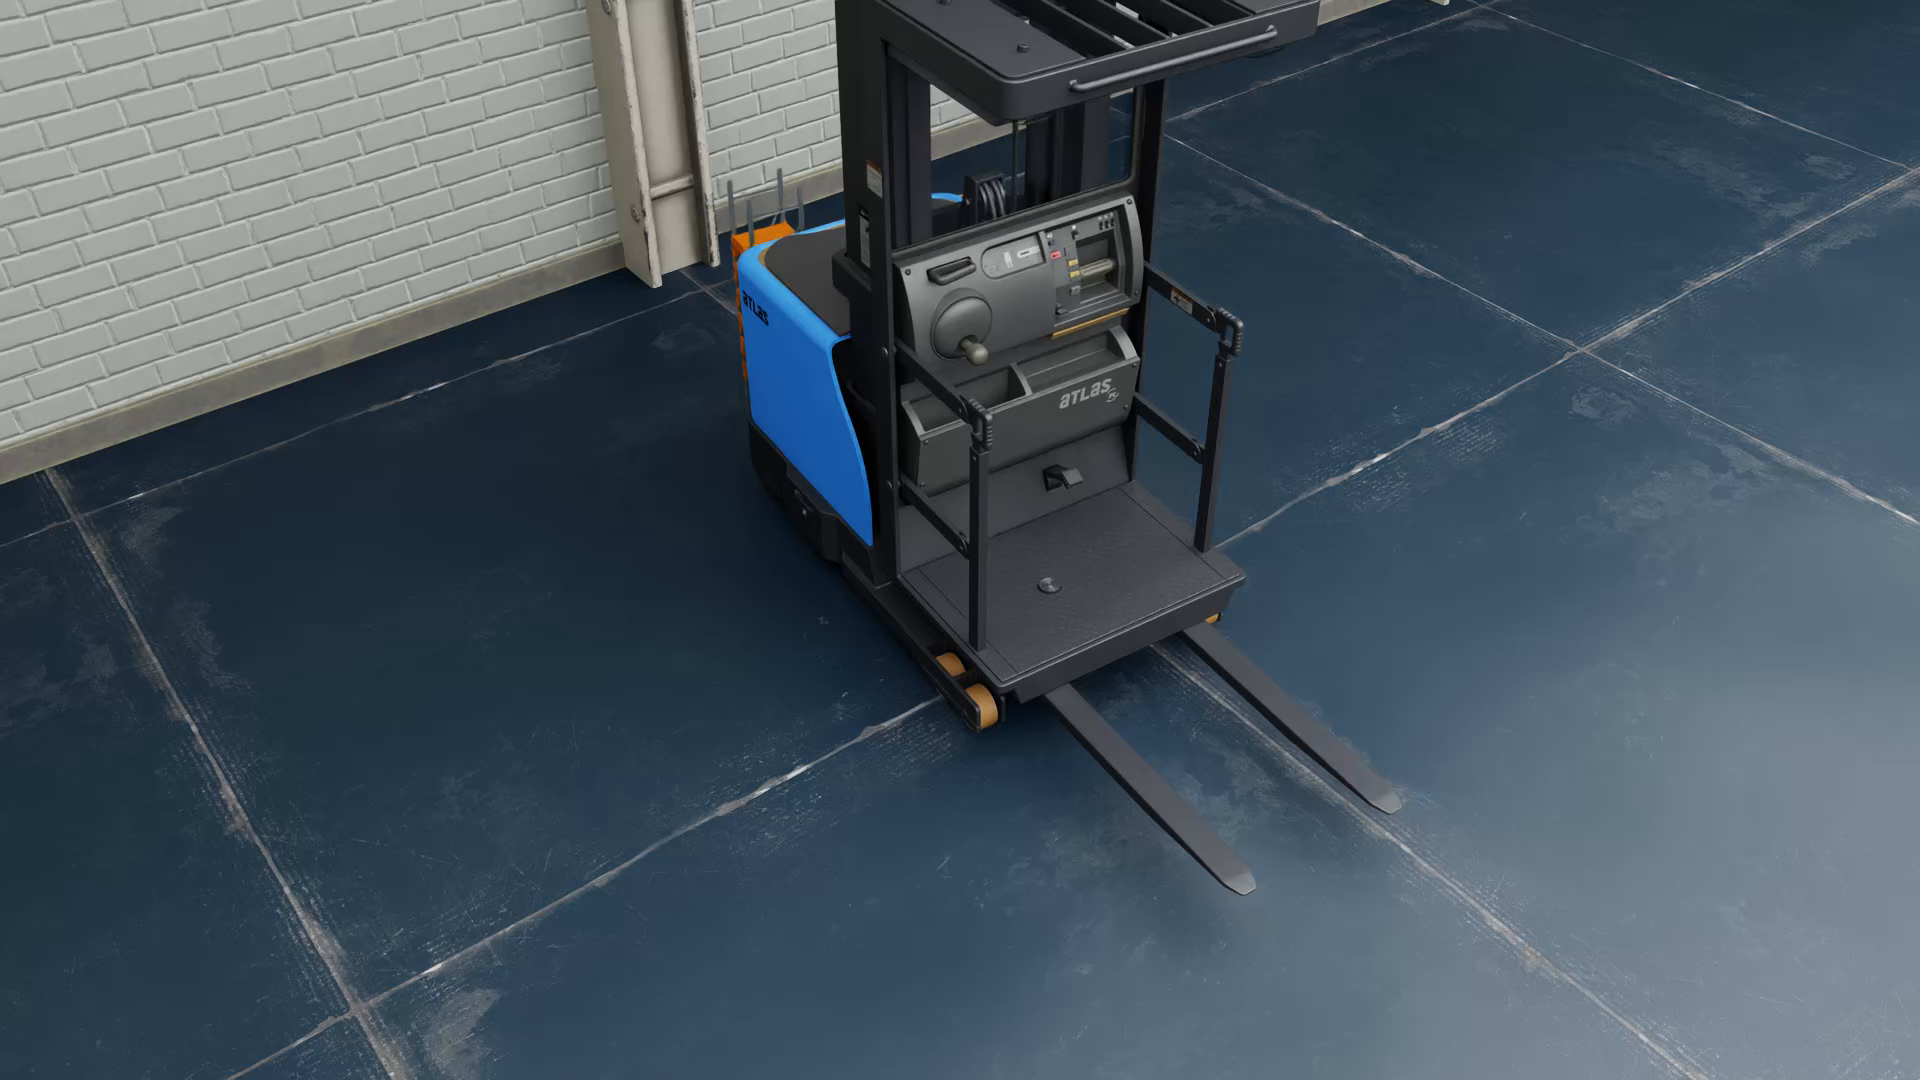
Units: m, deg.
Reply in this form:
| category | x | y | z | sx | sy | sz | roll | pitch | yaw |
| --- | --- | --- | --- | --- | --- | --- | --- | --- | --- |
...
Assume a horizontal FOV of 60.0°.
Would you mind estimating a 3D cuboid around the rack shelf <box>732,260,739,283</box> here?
| category | x | y | z | sx | sy | sz | roll | pitch | yaw |
| --- | --- | --- | --- | --- | --- | --- | --- | --- | --- |
| rack shelf | -0.776 | -1.093 | 6.825 | 0.258 | 0.103 | 0.180 | -20 | 43 | -23 |

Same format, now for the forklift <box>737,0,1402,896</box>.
| category | x | y | z | sx | sy | sz | roll | pitch | yaw |
| --- | --- | --- | --- | --- | --- | --- | --- | --- | --- |
| forklift | 0.334 | -0.799 | 5.413 | 1.130 | 2.935 | 3.031 | -22 | 44 | -24 |

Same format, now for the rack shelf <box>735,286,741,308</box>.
| category | x | y | z | sx | sy | sz | roll | pitch | yaw |
| --- | --- | --- | --- | --- | --- | --- | --- | --- | --- |
| rack shelf | -0.777 | -1.000 | 6.900 | 0.258 | 0.103 | 0.180 | -20 | 43 | -23 |

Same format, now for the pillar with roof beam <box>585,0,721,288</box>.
| category | x | y | z | sx | sy | sz | roll | pitch | yaw |
| --- | --- | --- | --- | --- | --- | --- | --- | --- | --- |
| pillar with roof beam | 1.158 | -2.720 | 2.970 | 0.400 | 9.000 | 9.100 | -26 | 46 | -28 |

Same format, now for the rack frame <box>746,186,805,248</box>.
| category | x | y | z | sx | sy | sz | roll | pitch | yaw |
| --- | --- | --- | --- | --- | --- | --- | --- | --- | --- |
| rack frame | -0.731 | -0.891 | 6.887 | 0.240 | 1.200 | 0.006 | -20 | 43 | -23 |

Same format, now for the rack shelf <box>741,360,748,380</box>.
| category | x | y | z | sx | sy | sz | roll | pitch | yaw |
| --- | --- | --- | --- | --- | --- | --- | --- | --- | --- |
| rack shelf | -0.779 | -0.719 | 7.126 | 0.258 | 0.103 | 0.180 | -20 | 43 | -23 |

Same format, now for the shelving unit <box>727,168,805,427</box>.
| category | x | y | z | sx | sy | sz | roll | pitch | yaw |
| --- | --- | --- | --- | --- | --- | --- | --- | --- | --- |
| shelving unit | -0.777 | -0.941 | 6.948 | 0.258 | 1.200 | 0.189 | -20 | 43 | -23 |

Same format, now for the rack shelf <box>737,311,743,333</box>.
| category | x | y | z | sx | sy | sz | roll | pitch | yaw |
| --- | --- | --- | --- | --- | --- | --- | --- | --- | --- |
| rack shelf | -0.778 | -0.906 | 6.976 | 0.258 | 0.103 | 0.180 | -20 | 43 | -23 |

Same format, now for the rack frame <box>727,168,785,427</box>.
| category | x | y | z | sx | sy | sz | roll | pitch | yaw |
| --- | --- | --- | --- | --- | --- | --- | --- | --- | --- |
| rack frame | -0.824 | -0.990 | 7.009 | 0.240 | 1.200 | 0.006 | -20 | 43 | -23 |

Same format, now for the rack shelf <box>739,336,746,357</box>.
| category | x | y | z | sx | sy | sz | roll | pitch | yaw |
| --- | --- | --- | --- | --- | --- | --- | --- | --- | --- |
| rack shelf | -0.778 | -0.813 | 7.051 | 0.258 | 0.103 | 0.180 | -20 | 43 | -23 |

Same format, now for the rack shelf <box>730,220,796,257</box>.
| category | x | y | z | sx | sy | sz | roll | pitch | yaw |
| --- | --- | --- | --- | --- | --- | --- | --- | --- | --- |
| rack shelf | -0.775 | -1.187 | 6.750 | 0.258 | 0.103 | 0.180 | -20 | 43 | -23 |
